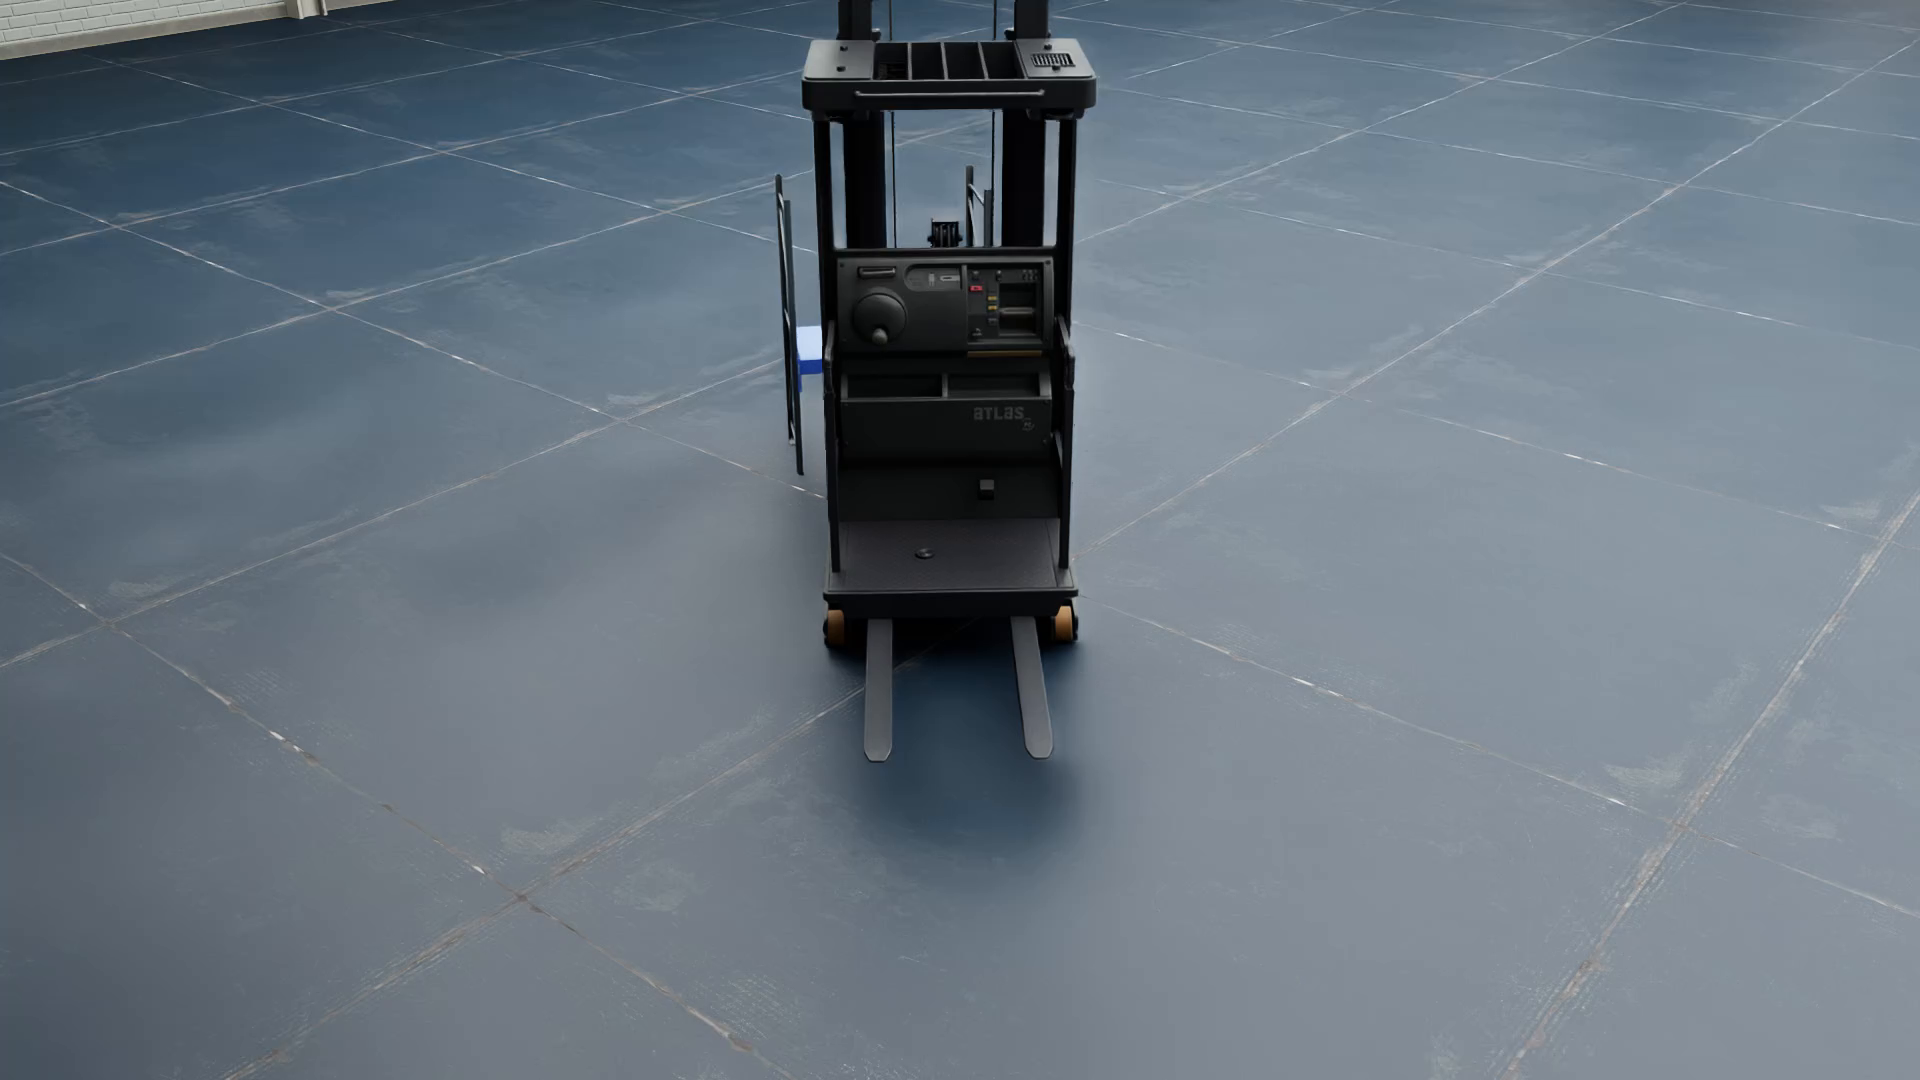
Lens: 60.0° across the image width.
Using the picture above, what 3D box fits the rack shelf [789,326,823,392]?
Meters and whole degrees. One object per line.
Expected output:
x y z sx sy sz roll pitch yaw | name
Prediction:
-0.405 -1.017 8.975 1.000 0.185 0.538 -5 28 -10 | rack shelf

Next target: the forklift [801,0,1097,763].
-0.052 -0.982 6.959 1.130 2.935 3.031 -1 27 -2 | forklift

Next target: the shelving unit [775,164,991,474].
-0.405 -1.177 8.892 1.048 1.500 0.538 -5 28 -10 | shelving unit

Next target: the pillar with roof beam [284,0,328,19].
-4.974 -9.405 16.637 9.100 9.000 0.400 21 34 34 | pillar with roof beam

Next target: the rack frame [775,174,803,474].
-0.904 -1.133 8.808 0.032 1.500 0.500 -5 28 -10 | rack frame

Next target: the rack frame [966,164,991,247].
0.095 -1.220 8.976 0.032 1.500 0.500 -5 28 -10 | rack frame
